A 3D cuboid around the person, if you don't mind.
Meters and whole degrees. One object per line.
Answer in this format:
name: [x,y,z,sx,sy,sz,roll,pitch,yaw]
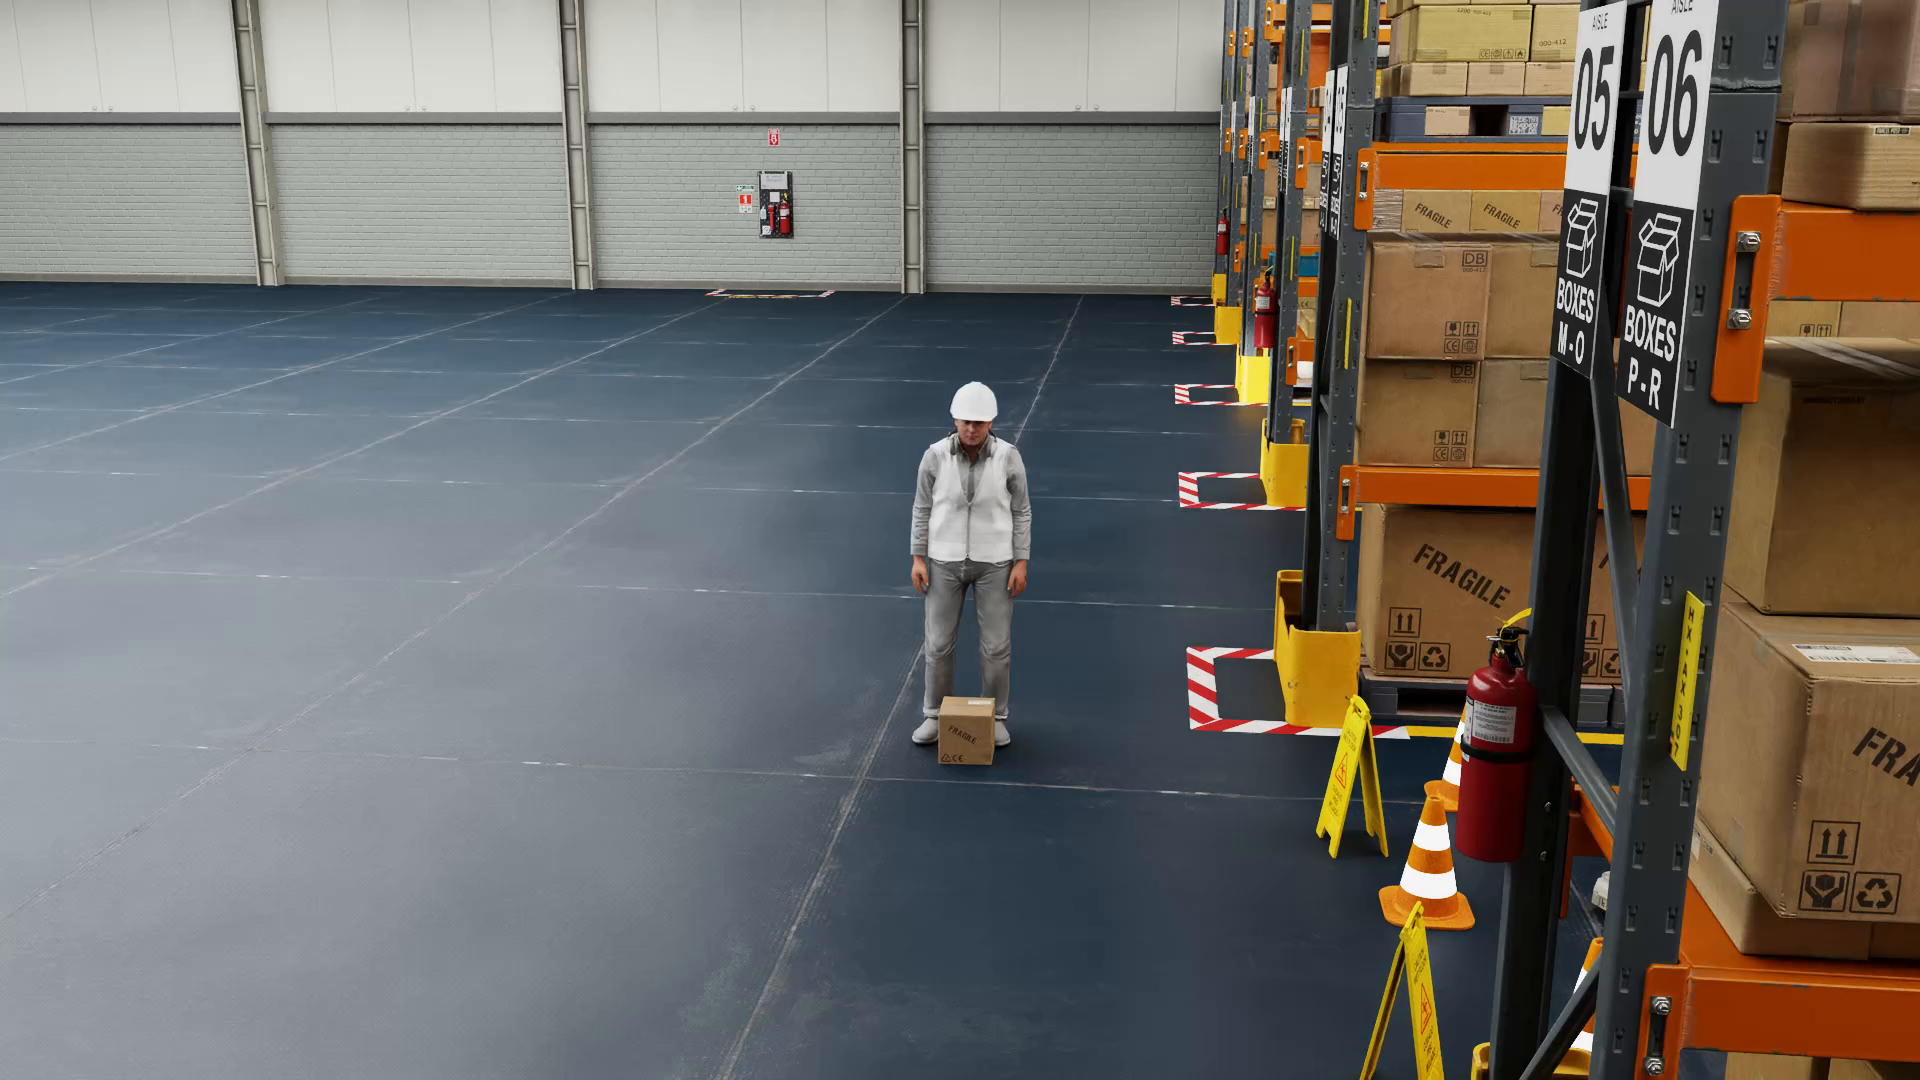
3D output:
person: [0.050,0.110,8.016,0.579,1.770,0.462,1,14,5]
